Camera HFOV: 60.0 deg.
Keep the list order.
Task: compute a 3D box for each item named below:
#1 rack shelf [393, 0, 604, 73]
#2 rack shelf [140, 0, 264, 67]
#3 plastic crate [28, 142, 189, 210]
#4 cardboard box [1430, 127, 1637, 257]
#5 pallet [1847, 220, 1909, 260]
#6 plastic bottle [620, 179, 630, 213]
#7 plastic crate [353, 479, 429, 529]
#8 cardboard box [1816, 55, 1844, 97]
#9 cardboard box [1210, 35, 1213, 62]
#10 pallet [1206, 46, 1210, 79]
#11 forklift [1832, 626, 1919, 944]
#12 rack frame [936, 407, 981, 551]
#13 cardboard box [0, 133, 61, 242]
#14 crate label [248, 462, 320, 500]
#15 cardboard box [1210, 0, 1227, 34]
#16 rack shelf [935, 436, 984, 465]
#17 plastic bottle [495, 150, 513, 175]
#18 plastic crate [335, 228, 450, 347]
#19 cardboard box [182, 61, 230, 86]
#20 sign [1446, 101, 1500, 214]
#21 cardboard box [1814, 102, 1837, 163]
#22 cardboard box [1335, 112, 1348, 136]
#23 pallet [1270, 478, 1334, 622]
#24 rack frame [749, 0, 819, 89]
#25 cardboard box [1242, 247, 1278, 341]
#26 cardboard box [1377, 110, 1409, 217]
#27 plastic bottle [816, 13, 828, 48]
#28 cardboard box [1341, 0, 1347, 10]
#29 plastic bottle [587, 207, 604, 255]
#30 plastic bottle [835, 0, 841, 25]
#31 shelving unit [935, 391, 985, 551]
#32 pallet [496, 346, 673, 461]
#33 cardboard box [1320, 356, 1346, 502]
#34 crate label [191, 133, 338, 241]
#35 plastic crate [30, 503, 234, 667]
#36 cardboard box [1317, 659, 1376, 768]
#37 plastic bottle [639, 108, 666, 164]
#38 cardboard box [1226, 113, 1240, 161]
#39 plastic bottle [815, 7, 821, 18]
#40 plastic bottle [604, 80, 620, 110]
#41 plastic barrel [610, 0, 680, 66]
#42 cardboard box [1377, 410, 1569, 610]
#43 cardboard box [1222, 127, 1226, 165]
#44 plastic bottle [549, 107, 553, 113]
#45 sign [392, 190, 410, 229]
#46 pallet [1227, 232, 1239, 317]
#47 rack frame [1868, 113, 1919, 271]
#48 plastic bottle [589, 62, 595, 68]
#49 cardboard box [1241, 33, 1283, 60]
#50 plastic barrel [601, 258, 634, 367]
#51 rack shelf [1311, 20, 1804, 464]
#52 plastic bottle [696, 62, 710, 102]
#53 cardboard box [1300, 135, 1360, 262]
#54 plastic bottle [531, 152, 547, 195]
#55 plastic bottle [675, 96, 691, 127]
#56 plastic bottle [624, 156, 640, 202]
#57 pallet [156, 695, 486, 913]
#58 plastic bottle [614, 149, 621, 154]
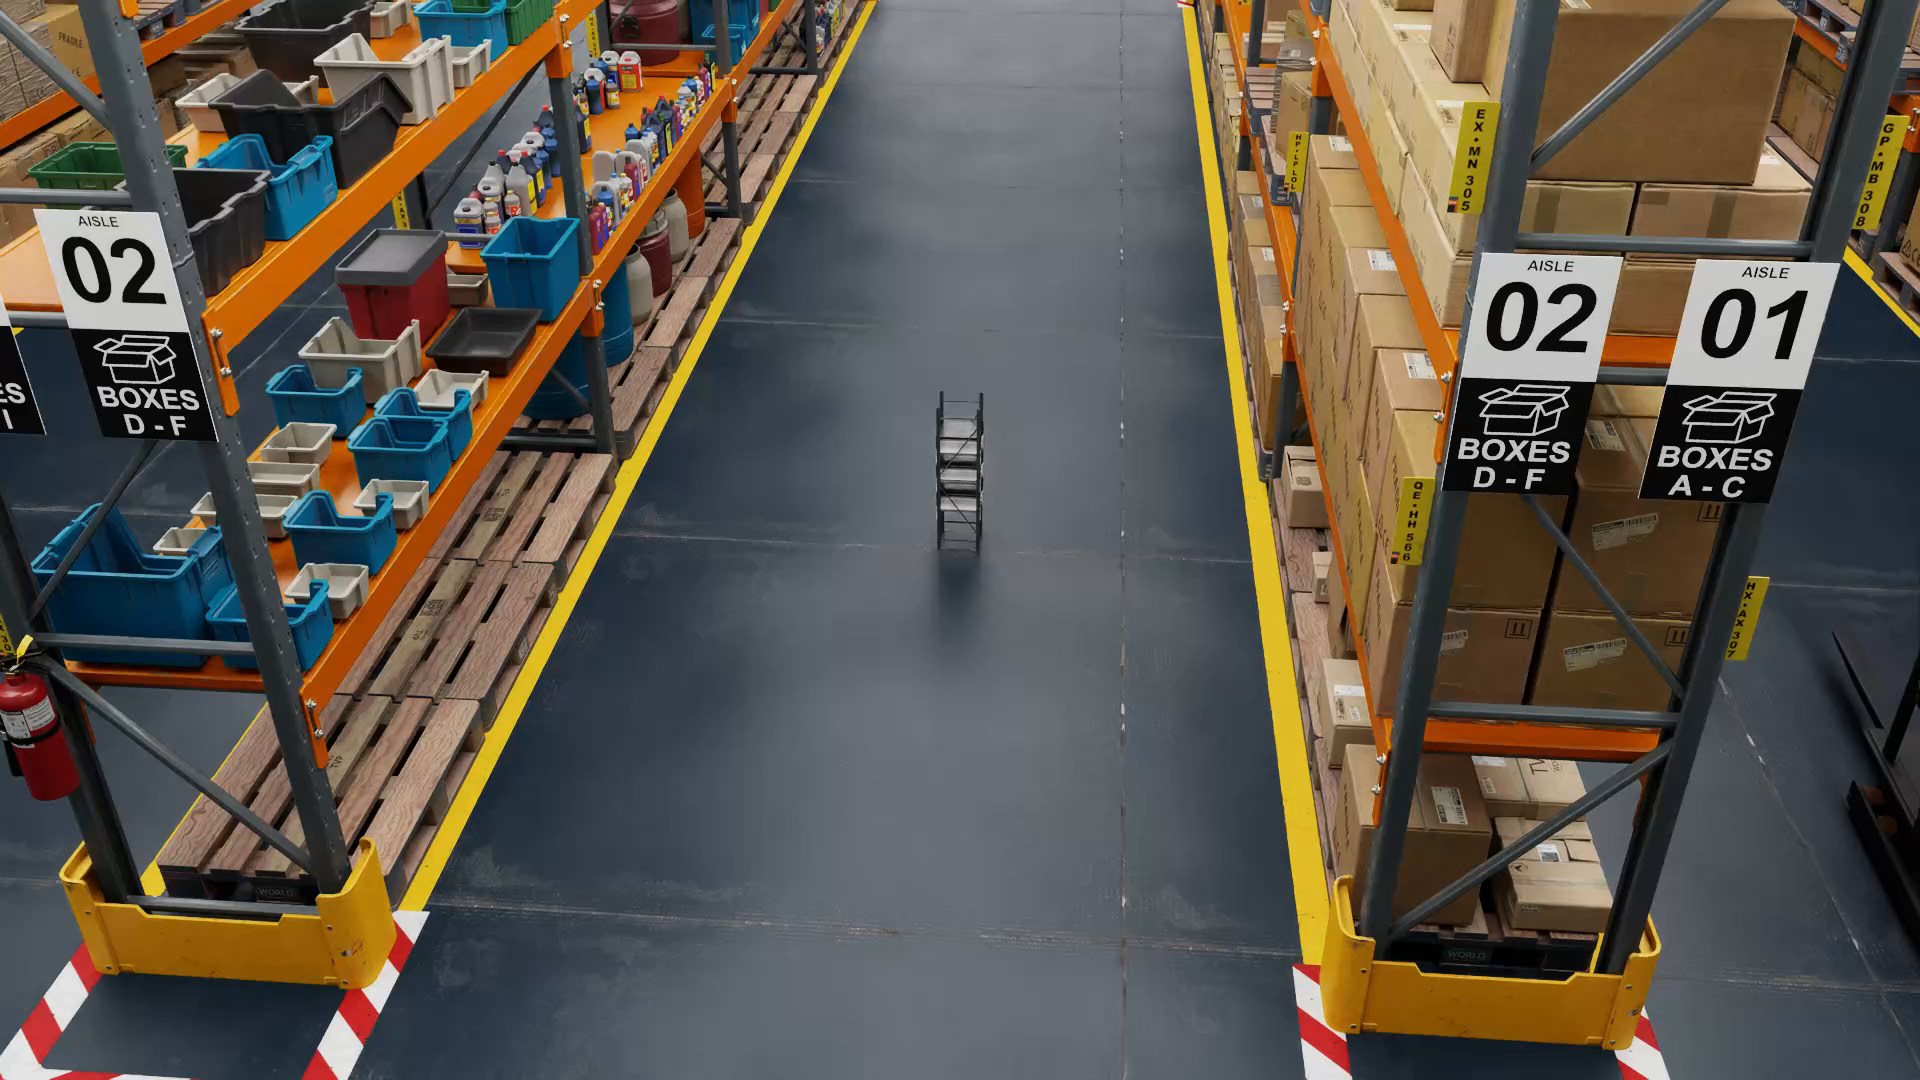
[{"bbox_3d":[-2.438,-3.719,10.532,1.077,0.370,4.000,2,32,4],"label":"rack shelf"},{"bbox_3d":[-7.049,-4.745,15.056,1.077,0.370,4.000,2,32,4],"label":"rack shelf"},{"bbox_3d":[-3.131,-1.325,6.165,0.450,0.188,0.336,2,32,4],"label":"plastic crate"},{"bbox_3d":[1.798,-1.103,5.268,0.500,0.250,0.500,2,32,4],"label":"cardboard box"},{"bbox_3d":[7.664,-2.592,13.535,1.003,0.211,1.213,2,32,4],"label":"pallet"},{"bbox_3d":[-2.109,-2.145,10.341,0.097,0.201,0.097,0,32,0],"label":"plastic bottle"},{"bbox_3d":[-2.414,-0.158,7.121,0.250,0.136,0.298,2,32,4],"label":"plastic crate"},{"bbox_3d":[7.811,-4.016,14.437,0.500,0.250,0.500,2,32,3],"label":"cardboard box"},{"bbox_3d":[2.807,-4.932,16.895,0.500,0.250,0.500,2,32,4],"label":"cardboard box"},{"bbox_3d":[3.094,-4.899,17.278,1.003,0.211,1.213,2,32,4],"label":"pallet"},{"bbox_3d":[4.524,0.188,6.432,1.130,2.935,3.031,4,32,7],"label":"forklift"},{"bbox_3d":[-0.009,-0.326,9.201,0.240,0.900,0.006,2,32,4],"label":"rack frame"},{"bbox_3d":[-7.369,-2.454,12.278,1.225,0.875,0.875,3,32,4],"label":"cardboard box"},{"bbox_3d":[-3.004,-0.256,7.280,0.396,0.136,0.243,2,32,4],"label":"crate label"},{"bbox_3d":[2.860,-5.512,17.121,0.500,0.500,0.500,2,32,4],"label":"cardboard box"},{"bbox_3d":[-0.001,-0.504,9.210,0.258,0.077,0.200,2,32,4],"label":"rack shelf"},{"bbox_3d":[-2.837,-2.273,10.406,0.144,0.351,0.185,2,32,4],"label":"plastic bottle"},{"bbox_3d":[-2.923,-1.299,8.661,0.402,0.464,0.583,2,32,4],"label":"plastic crate"},{"bbox_3d":[-7.105,-4.067,15.234,0.700,0.500,0.500,5,32,8],"label":"cardboard box"},{"bbox_3d":[1.459,-1.085,4.729,0.100,0.325,0.005,2,32,4],"label":"sign"},{"bbox_3d":[7.776,-3.398,14.148,0.700,0.500,0.500,2,32,4],"label":"cardboard box"},{"bbox_3d":[2.590,-2.310,9.925,0.700,0.500,0.500,7,32,12],"label":"cardboard box"},{"bbox_3d":[2.279,0.058,9.236,1.003,0.211,1.213,2,32,4],"label":"pallet"},{"bbox_3d":[-1.949,-5.885,16.221,1.000,3.000,0.127,2,32,4],"label":"rack frame"},{"bbox_3d":[2.220,-1.668,11.342,0.500,0.500,0.500,1,32,2],"label":"cardboard box"},{"bbox_3d":[1.869,-1.413,6.248,0.500,0.250,0.500,2,32,4],"label":"cardboard box"},{"bbox_3d":[-1.470,-5.349,17.457,0.144,0.351,0.185,3,32,5],"label":"plastic bottle"},{"bbox_3d":[2.049,-2.671,7.813,0.500,0.250,0.500,2,32,4],"label":"cardboard box"},{"bbox_3d":[-2.145,-1.826,9.746,0.061,0.283,0.133,2,32,4],"label":"plastic bottle"},{"bbox_3d":[-1.395,-5.823,18.296,0.152,0.276,0.135,2,32,3],"label":"plastic bottle"},{"bbox_3d":[-0.001,-0.379,9.287,0.258,0.900,0.210,2,32,4],"label":"shelving unit"},{"bbox_3d":[-2.496,-0.917,10.817,1.003,0.211,1.213,2,32,4],"label":"pallet"},{"bbox_3d":[1.902,-0.481,7.356,0.500,0.500,0.500,2,32,3],"label":"cardboard box"},{"bbox_3d":[-2.529,-1.293,6.052,0.408,0.251,0.502,2,32,4],"label":"crate label"},{"bbox_3d":[-3.085,0.166,6.311,0.616,0.435,0.499,2,32,4],"label":"plastic crate"},{"bbox_3d":[1.916,0.796,7.581,0.500,0.250,0.500,2,32,4],"label":"cardboard box"},{"bbox_3d":[-2.056,-2.698,11.095,0.144,0.351,0.185,2,32,4],"label":"plastic bottle"},{"bbox_3d":[2.495,-3.384,13.848,0.500,0.311,0.500,2,32,3],"label":"cardboard box"},{"bbox_3d":[-1.570,-5.632,17.986,0.152,0.276,0.135,2,32,4],"label":"plastic bottle"},{"bbox_3d":[-2.544,-3.259,12.149,0.097,0.201,0.097,0,32,0],"label":"plastic bottle"},{"bbox_3d":[-2.539,-4.107,13.206,0.600,0.536,0.708,2,32,4],"label":"plastic barrel"},{"bbox_3d":[1.773,-0.110,5.801,0.500,0.500,0.500,2,32,4],"label":"cardboard box"},{"bbox_3d":[2.544,-3.407,14.419,0.500,0.250,0.500,3,32,5],"label":"cardboard box"},{"bbox_3d":[-2.745,-2.803,11.338,0.152,0.276,0.135,2,32,4],"label":"plastic bottle"},{"bbox_3d":[-3.149,-1.845,9.400,0.100,0.325,0.005,2,32,4],"label":"sign"},{"bbox_3d":[2.563,-2.004,12.582,1.003,0.211,1.213,2,32,4],"label":"pallet"},{"bbox_3d":[7.599,-3.371,12.141,1.000,3.000,0.127,2,32,4],"label":"rack frame"},{"bbox_3d":[-2.705,-3.362,12.237,0.061,0.283,0.133,2,32,4],"label":"plastic bottle"},{"bbox_3d":[2.460,-3.955,13.329,0.380,0.149,0.250,2,32,4],"label":"cardboard box"},{"bbox_3d":[-2.482,-1.642,10.935,0.600,0.901,0.708,2,32,4],"label":"plastic barrel"},{"bbox_3d":[2.173,-1.414,6.792,1.077,0.370,4.000,2,32,4],"label":"rack shelf"},{"bbox_3d":[-1.901,-3.394,12.289,0.061,0.283,0.133,2,32,4],"label":"plastic bottle"},{"bbox_3d":[2.017,-1.723,8.418,0.500,0.500,0.500,3,32,5],"label":"cardboard box"},{"bbox_3d":[-2.694,-2.326,10.569,0.097,0.271,0.097,0,32,0],"label":"plastic bottle"},{"bbox_3d":[-1.969,-3.045,11.801,0.097,0.201,0.097,0,32,0],"label":"plastic bottle"},{"bbox_3d":[-2.073,-2.290,10.499,0.061,0.283,0.133,2,32,4],"label":"plastic bottle"},{"bbox_3d":[-2.820,1.147,7.468,1.003,0.211,1.213,2,32,4],"label":"pallet"},{"bbox_3d":[-2.215,-2.444,10.827,0.097,0.201,0.097,0,32,0],"label":"plastic bottle"}]
